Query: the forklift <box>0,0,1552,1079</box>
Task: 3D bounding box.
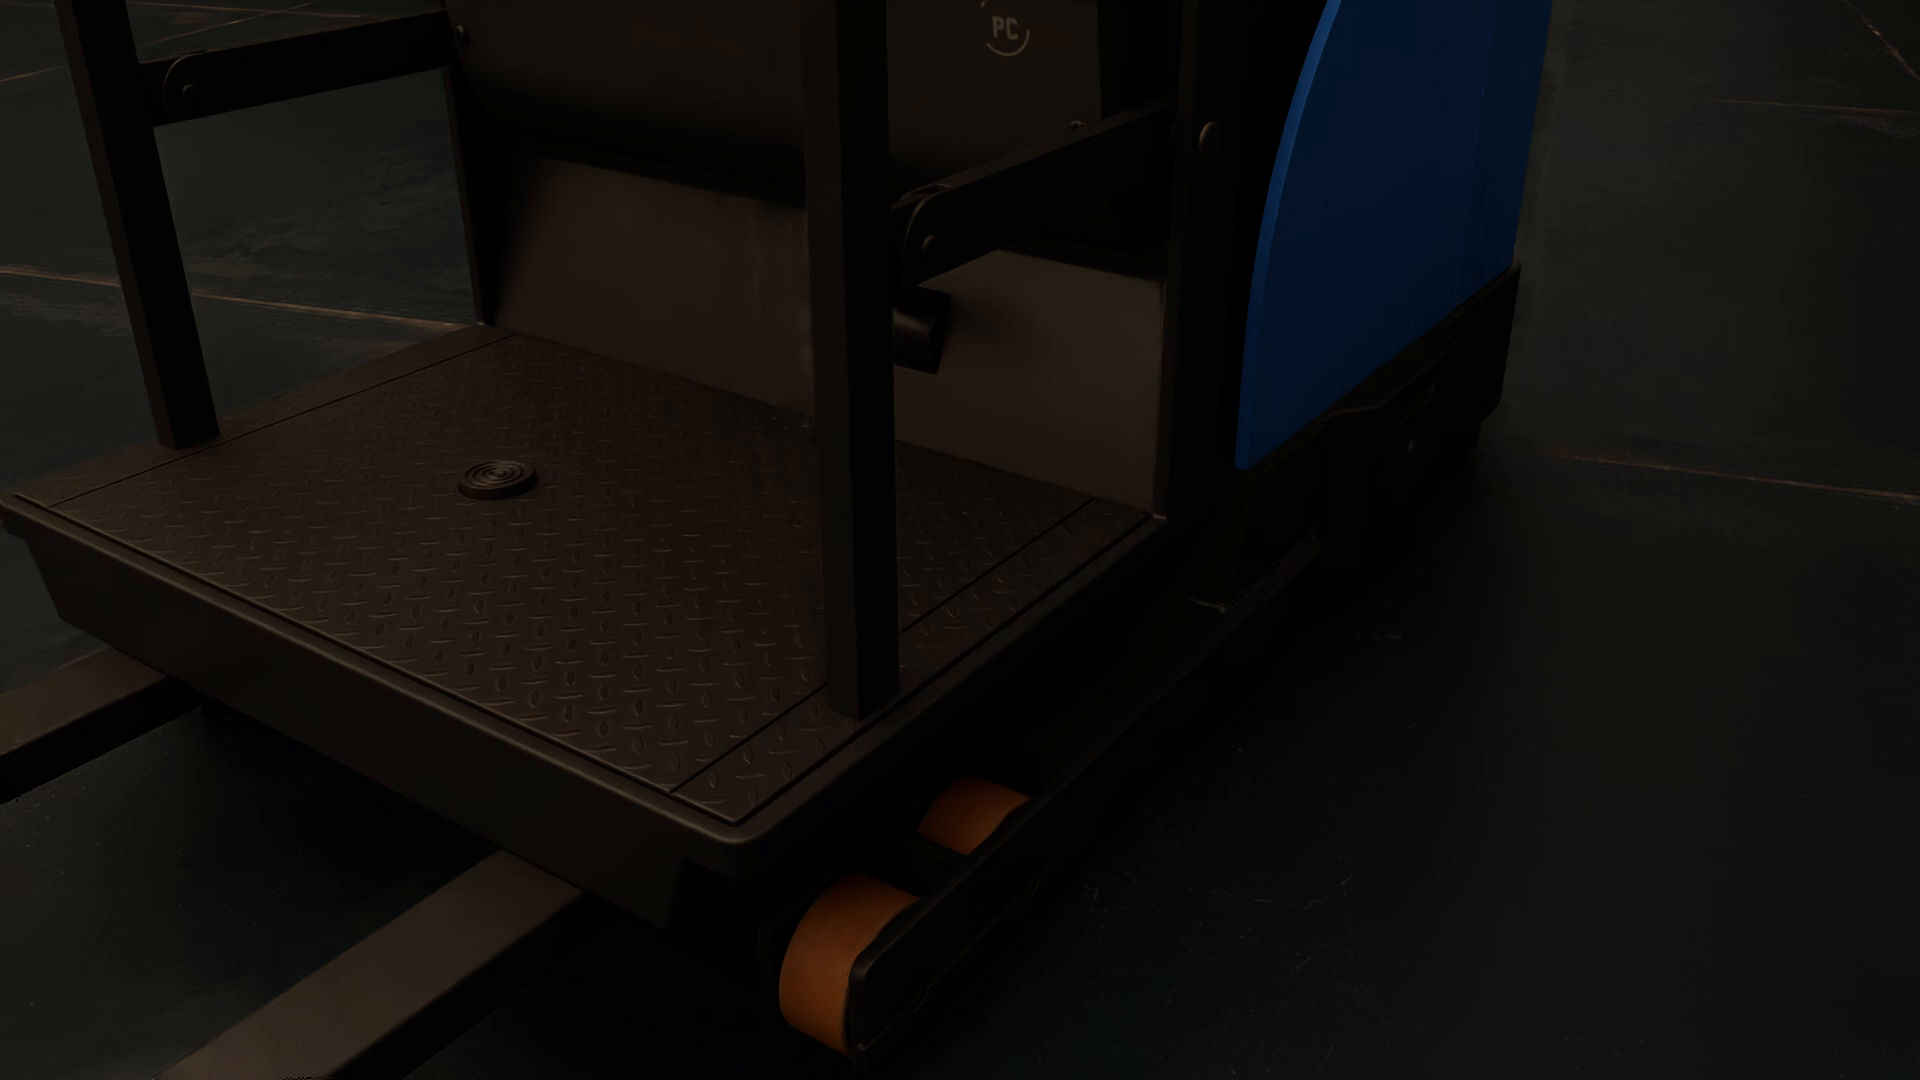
[{"bbox_3d":[-0.339,-1.072,1.375,1.130,2.935,3.031,17,32,30],"label":"forklift"}]
